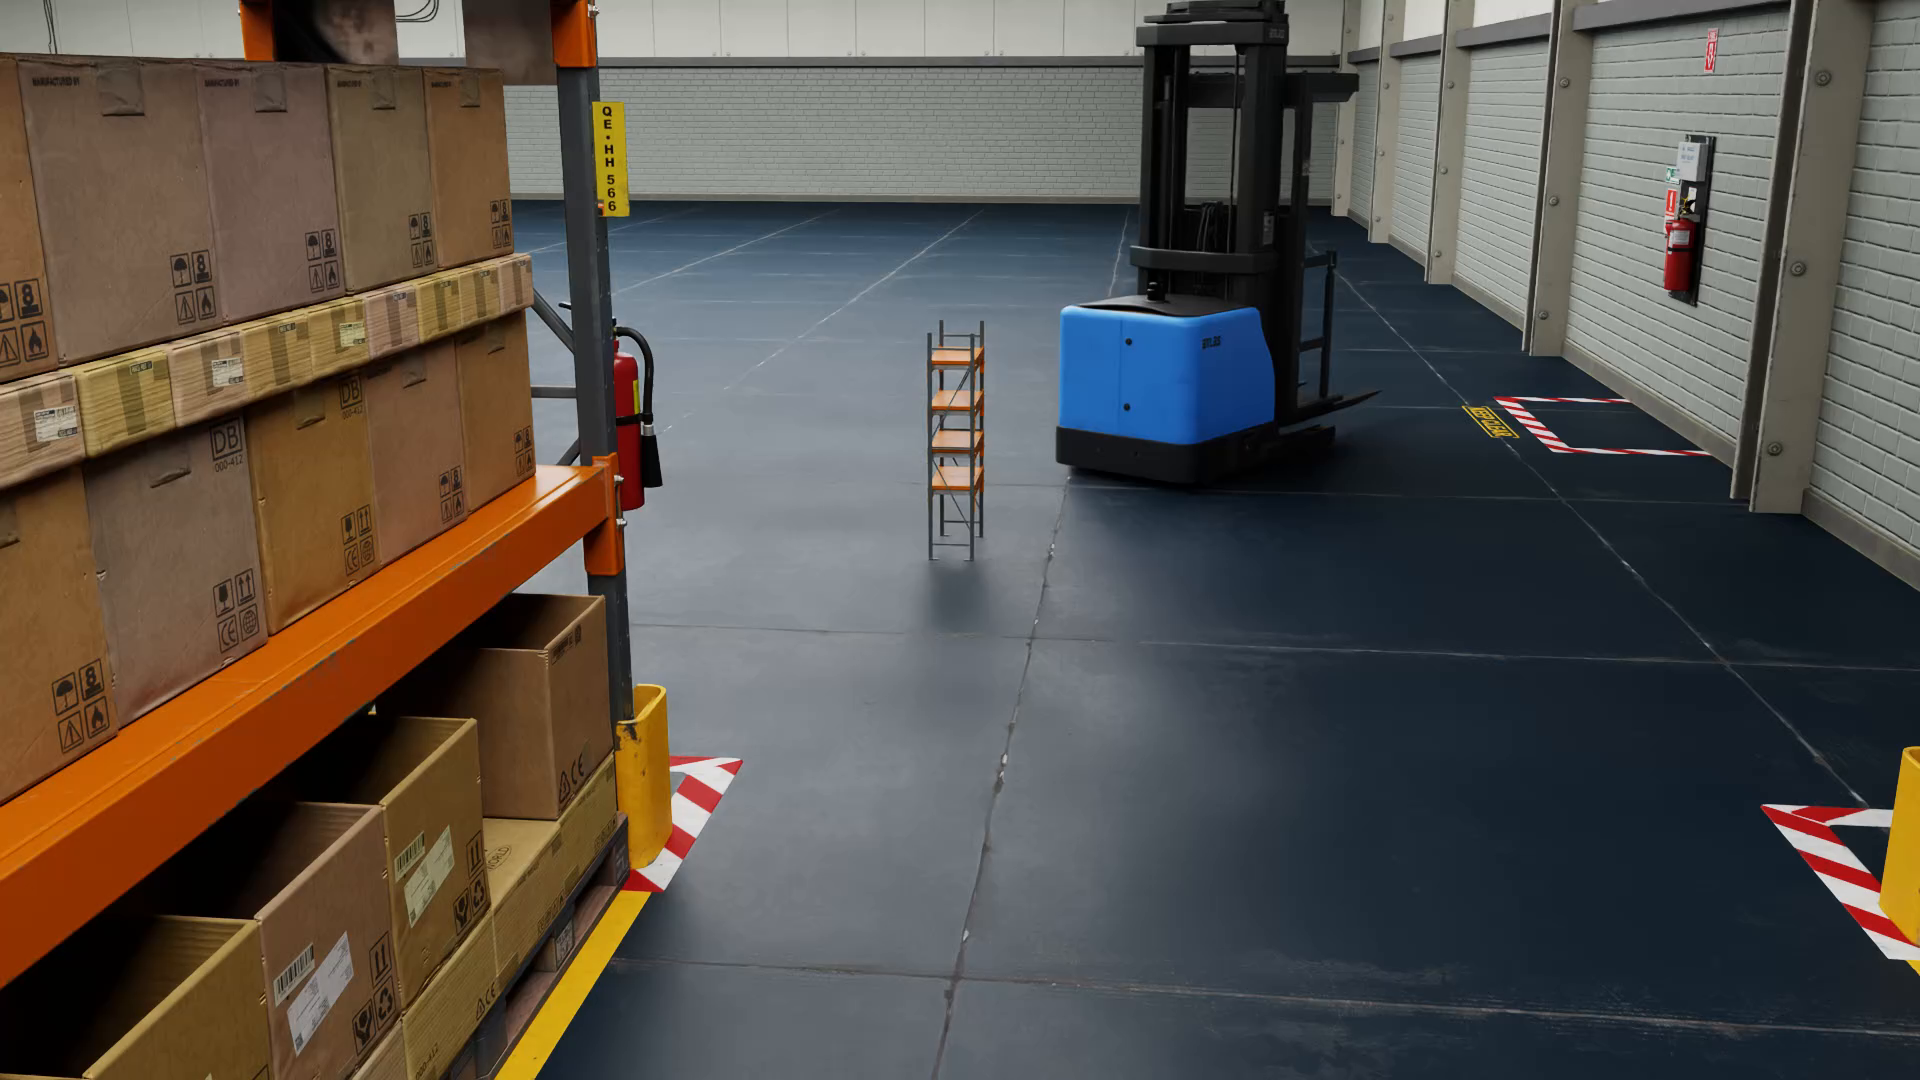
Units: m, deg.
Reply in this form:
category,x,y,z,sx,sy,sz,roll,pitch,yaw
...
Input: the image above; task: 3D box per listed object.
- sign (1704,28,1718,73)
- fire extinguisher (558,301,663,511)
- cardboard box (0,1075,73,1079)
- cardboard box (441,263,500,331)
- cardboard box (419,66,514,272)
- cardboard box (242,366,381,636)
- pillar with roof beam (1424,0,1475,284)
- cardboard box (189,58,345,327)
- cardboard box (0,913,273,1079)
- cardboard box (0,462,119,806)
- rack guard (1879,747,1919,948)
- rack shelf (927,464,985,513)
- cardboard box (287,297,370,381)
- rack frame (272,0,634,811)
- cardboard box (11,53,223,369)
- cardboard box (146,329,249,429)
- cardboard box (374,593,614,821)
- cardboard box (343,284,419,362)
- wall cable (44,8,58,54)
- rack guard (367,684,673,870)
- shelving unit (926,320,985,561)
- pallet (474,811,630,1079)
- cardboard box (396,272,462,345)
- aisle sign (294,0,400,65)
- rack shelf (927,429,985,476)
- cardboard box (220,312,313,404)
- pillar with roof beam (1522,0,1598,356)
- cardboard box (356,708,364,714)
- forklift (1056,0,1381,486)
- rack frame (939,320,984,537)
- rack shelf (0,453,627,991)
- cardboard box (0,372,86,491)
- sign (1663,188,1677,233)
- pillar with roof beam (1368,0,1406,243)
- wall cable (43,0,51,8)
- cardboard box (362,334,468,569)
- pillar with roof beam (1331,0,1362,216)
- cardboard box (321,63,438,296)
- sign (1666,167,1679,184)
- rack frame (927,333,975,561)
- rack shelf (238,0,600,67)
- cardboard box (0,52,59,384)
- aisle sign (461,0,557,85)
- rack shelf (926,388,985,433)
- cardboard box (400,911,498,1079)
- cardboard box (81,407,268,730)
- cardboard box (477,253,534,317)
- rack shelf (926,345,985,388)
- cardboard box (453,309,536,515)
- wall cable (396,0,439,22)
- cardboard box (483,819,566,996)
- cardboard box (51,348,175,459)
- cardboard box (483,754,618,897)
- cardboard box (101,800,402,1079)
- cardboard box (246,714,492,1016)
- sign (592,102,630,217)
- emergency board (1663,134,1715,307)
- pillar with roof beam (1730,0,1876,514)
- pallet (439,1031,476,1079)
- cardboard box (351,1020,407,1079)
category,x,y,z,sx,sy,sz,roll,pitch,yaw
sign,5.241,-3.415,11.605,0.001,0.298,0.199,2,15,6
fire extinguisher,-1.081,-0.433,5.164,0.296,0.674,0.183,2,15,6
cardboard box,-1.595,1.106,2.352,0.500,0.500,0.500,2,15,6
cardboard box,-1.437,-0.642,4.355,0.380,0.149,0.250,2,15,8
cardboard box,-1.627,-0.993,4.412,0.700,0.500,0.500,2,15,6
cardboard box,-1.737,-0.116,3.652,0.700,0.500,0.500,2,15,7
pillar with roof beam,1.901,-7.792,20.741,9.100,9.000,0.400,2,15,6
cardboard box,-1.737,-0.726,3.423,0.700,0.500,0.500,2,15,6
cardboard box,-1.531,0.976,2.831,0.500,0.500,0.500,2,15,6
cardboard box,-1.849,0.154,2.655,0.700,0.500,0.500,2,15,7
rack guard,3.358,0.918,4.809,1.175,0.500,0.348,2,15,6
rack shelf,-0.019,-0.280,8.916,0.258,0.148,0.480,2,15,6
cardboard box,-1.526,-0.442,3.617,0.380,0.149,0.250,2,15,8
rack frame,-1.556,-0.453,5.091,1.000,3.000,0.127,2,15,6
cardboard box,-1.793,-0.596,2.943,0.700,0.500,0.500,2,15,6
cardboard box,-1.582,-0.307,3.118,0.380,0.149,0.250,1,15,5
cardboard box,-1.320,0.457,4.751,0.500,0.500,0.500,2,15,6
cardboard box,-1.497,-0.510,3.869,0.380,0.149,0.250,2,15,7
wall cable,-22.120,-10.932,38.300,3.097,2.526,0.112,2,15,6
rack guard,-1.553,0.747,5.441,1.175,0.500,0.348,2,15,6
shelving unit,-0.019,-0.536,8.847,0.258,1.200,0.503,2,15,6
pallet,-1.600,1.092,4.717,1.003,0.211,1.213,2,15,6
cardboard box,-1.466,-0.576,4.110,0.380,0.149,0.250,1,15,5
aisle sign,-1.852,-1.734,4.848,0.394,0.787,0.004,2,15,6
rack shelf,-0.019,-0.471,8.864,0.258,0.148,0.480,2,15,6
cardboard box,-1.554,-0.374,3.364,0.380,0.149,0.250,2,15,8
pillar with roof beam,1.224,-6.236,14.986,9.100,9.000,0.400,2,15,6
cardboard box,-1.892,0.572,4.328,0.500,0.500,0.500,2,15,6
forklift,1.939,-2.070,11.203,1.130,2.935,3.031,12,19,38
rack frame,0.009,-0.600,9.081,0.240,1.200,0.015,2,15,6
rack shelf,-1.781,0.413,3.267,1.077,0.370,4.000,2,15,6
cardboard box,-1.643,-0.175,2.630,0.380,0.149,0.250,1,15,5
sign,5.306,-2.455,12.425,0.001,0.329,0.234,2,15,6
pillar with roof beam,2.578,-9.349,26.496,9.100,9.000,0.400,2,15,6
wall cable,-19.432,-13.290,37.346,3.097,2.526,0.112,2,15,6
cardboard box,-1.675,-0.244,4.128,0.700,0.500,0.500,2,15,8
pillar with roof beam,3.255,-10.905,32.251,9.100,9.000,0.400,2,15,6
cardboard box,-1.681,-0.857,3.907,0.700,0.500,0.500,1,15,5
sign,5.297,-2.710,12.353,0.001,0.109,0.331,2,15,6
rack frame,-0.046,-0.473,8.613,0.240,1.200,0.015,2,15,6
rack shelf,-1.781,-1.035,2.875,1.077,0.370,4.000,2,15,6
cardboard box,-1.850,-0.466,2.464,0.700,0.500,0.500,2,15,6
aisle sign,-1.256,-1.716,4.783,0.394,0.787,0.004,2,15,6
rack shelf,-0.019,-0.687,8.806,0.258,0.148,0.480,2,15,6
cardboard box,-1.422,1.079,3.888,0.500,0.250,0.500,2,15,6
cardboard box,-1.793,0.021,3.147,0.700,0.500,0.500,2,15,8
cardboard box,-1.409,-0.710,4.606,0.380,0.149,0.250,1,15,5
rack shelf,-0.019,-0.916,8.744,0.258,0.148,0.480,2,15,6
cardboard box,-1.621,-0.381,4.632,0.700,0.500,0.500,2,15,6
wall cable,-12.689,-13.789,36.401,2.305,6.003,0.169,2,15,6
cardboard box,-1.367,0.949,4.368,0.500,0.250,0.500,2,15,6
cardboard box,-1.613,-0.243,2.880,0.380,0.149,0.250,2,15,6
cardboard box,-1.322,0.819,4.849,0.500,0.250,0.500,2,15,6
cardboard box,-1.476,0.847,3.311,0.500,0.500,0.500,2,15,6
cardboard box,-1.419,0.717,3.790,0.500,0.500,0.500,2,15,6
sign,-1.018,-1.107,4.837,0.100,0.325,0.005,2,15,6
emergency board,5.141,-2.297,11.911,0.194,1.169,0.643,2,15,6
pillar with roof beam,0.547,-4.680,9.231,9.100,9.000,0.400,2,15,6
pallet,-1.740,1.408,3.550,1.003,0.211,1.213,2,15,6
cardboard box,-1.480,1.209,3.409,0.500,0.250,0.500,2,15,6
